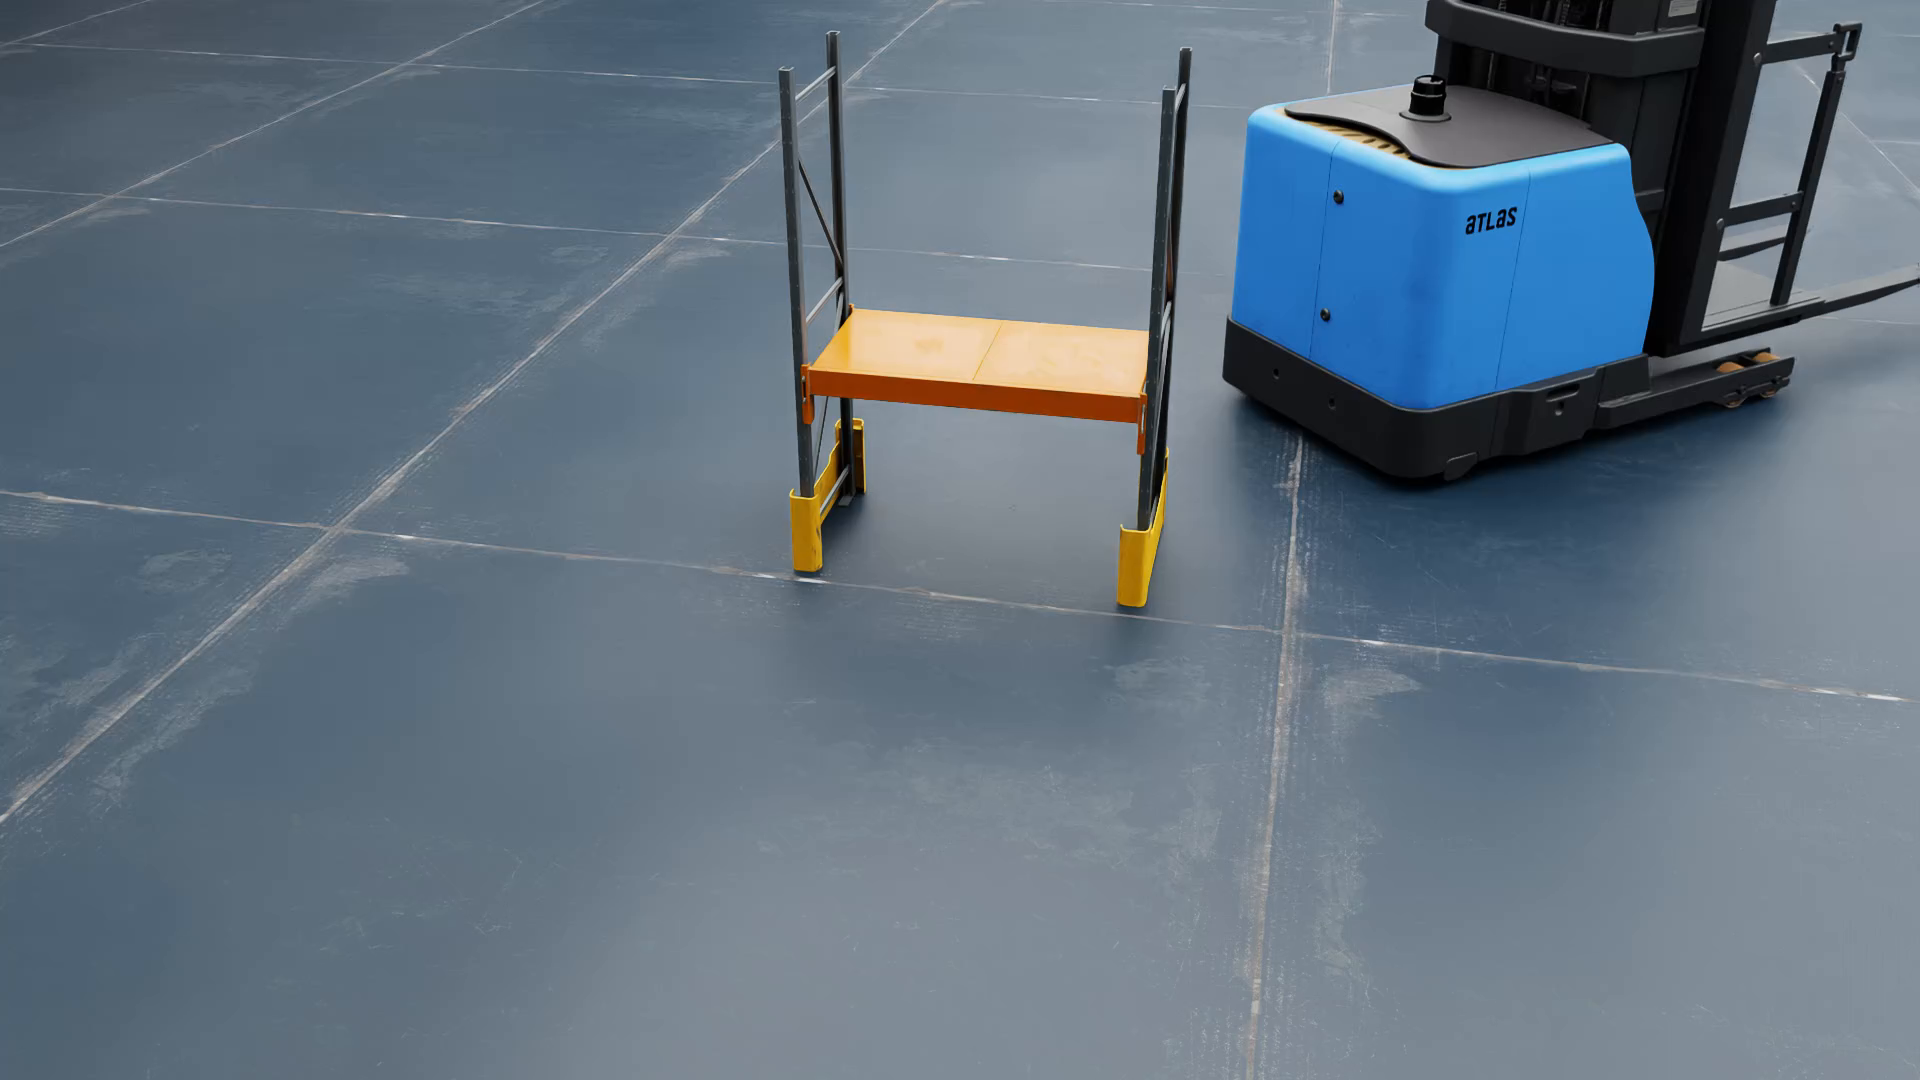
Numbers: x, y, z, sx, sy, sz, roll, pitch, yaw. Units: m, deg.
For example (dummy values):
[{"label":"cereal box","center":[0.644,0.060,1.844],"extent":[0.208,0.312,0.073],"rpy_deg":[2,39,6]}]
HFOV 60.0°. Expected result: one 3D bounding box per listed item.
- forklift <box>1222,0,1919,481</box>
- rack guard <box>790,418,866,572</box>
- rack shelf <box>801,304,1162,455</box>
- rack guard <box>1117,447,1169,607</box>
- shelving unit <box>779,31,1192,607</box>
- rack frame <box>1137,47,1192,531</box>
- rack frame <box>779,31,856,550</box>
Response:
[{"label":"forklift","center":[2.522,-1.979,5.812],"extent":[3.031,2.935,1.130],"rpy_deg":[-15,32,-25]},{"label":"rack guard","center":[-0.412,-0.152,5.267],"extent":[0.087,0.250,0.587],"rpy_deg":[6,29,11]},{"label":"rack shelf","center":[0.083,-0.492,4.961],"extent":[1.000,0.185,0.538],"rpy_deg":[6,29,11]},{"label":"rack guard","center":[0.562,-0.052,5.085],"extent":[0.087,0.250,0.587],"rpy_deg":[6,29,11]},{"label":"shelving unit","center":[0.075,-0.650,4.876],"extent":[1.083,1.500,0.587],"rpy_deg":[6,29,11]},{"label":"rack frame","center":[0.581,-0.598,4.781],"extent":[0.032,1.500,0.500],"rpy_deg":[6,29,11]},{"label":"rack frame","center":[-0.414,-0.700,4.967],"extent":[0.032,1.500,0.500],"rpy_deg":[6,29,11]}]
